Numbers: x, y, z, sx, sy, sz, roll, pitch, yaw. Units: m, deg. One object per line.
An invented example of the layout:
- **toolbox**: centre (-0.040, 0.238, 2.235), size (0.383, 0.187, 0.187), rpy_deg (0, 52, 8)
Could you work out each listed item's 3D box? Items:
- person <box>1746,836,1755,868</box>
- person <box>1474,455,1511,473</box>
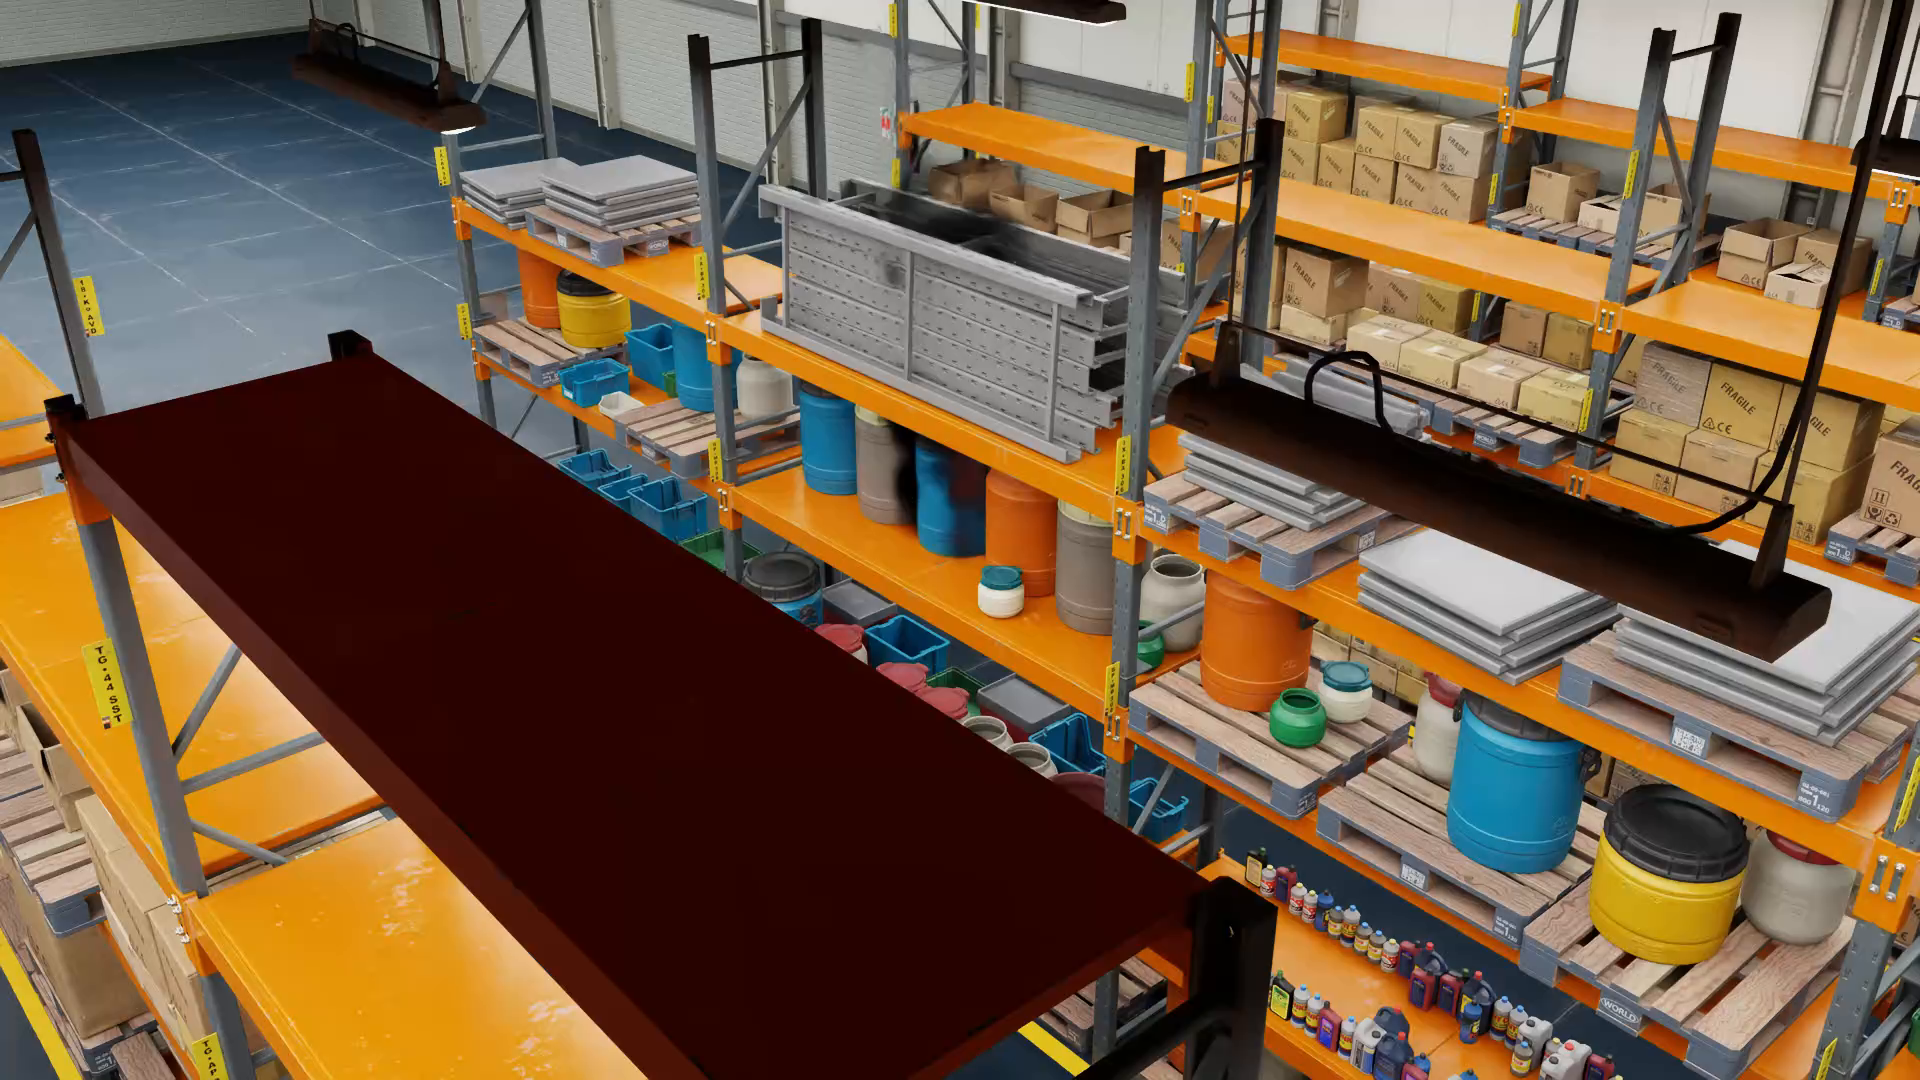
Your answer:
- **person**: centre (4.902, 2.583, 10.718), size (0.703, 1.677, 0.579), rpy_deg (20, 33, 34)
- **person**: centre (5.228, -0.376, 16.396), size (0.943, 1.776, 0.710), rpy_deg (18, 32, 32)
